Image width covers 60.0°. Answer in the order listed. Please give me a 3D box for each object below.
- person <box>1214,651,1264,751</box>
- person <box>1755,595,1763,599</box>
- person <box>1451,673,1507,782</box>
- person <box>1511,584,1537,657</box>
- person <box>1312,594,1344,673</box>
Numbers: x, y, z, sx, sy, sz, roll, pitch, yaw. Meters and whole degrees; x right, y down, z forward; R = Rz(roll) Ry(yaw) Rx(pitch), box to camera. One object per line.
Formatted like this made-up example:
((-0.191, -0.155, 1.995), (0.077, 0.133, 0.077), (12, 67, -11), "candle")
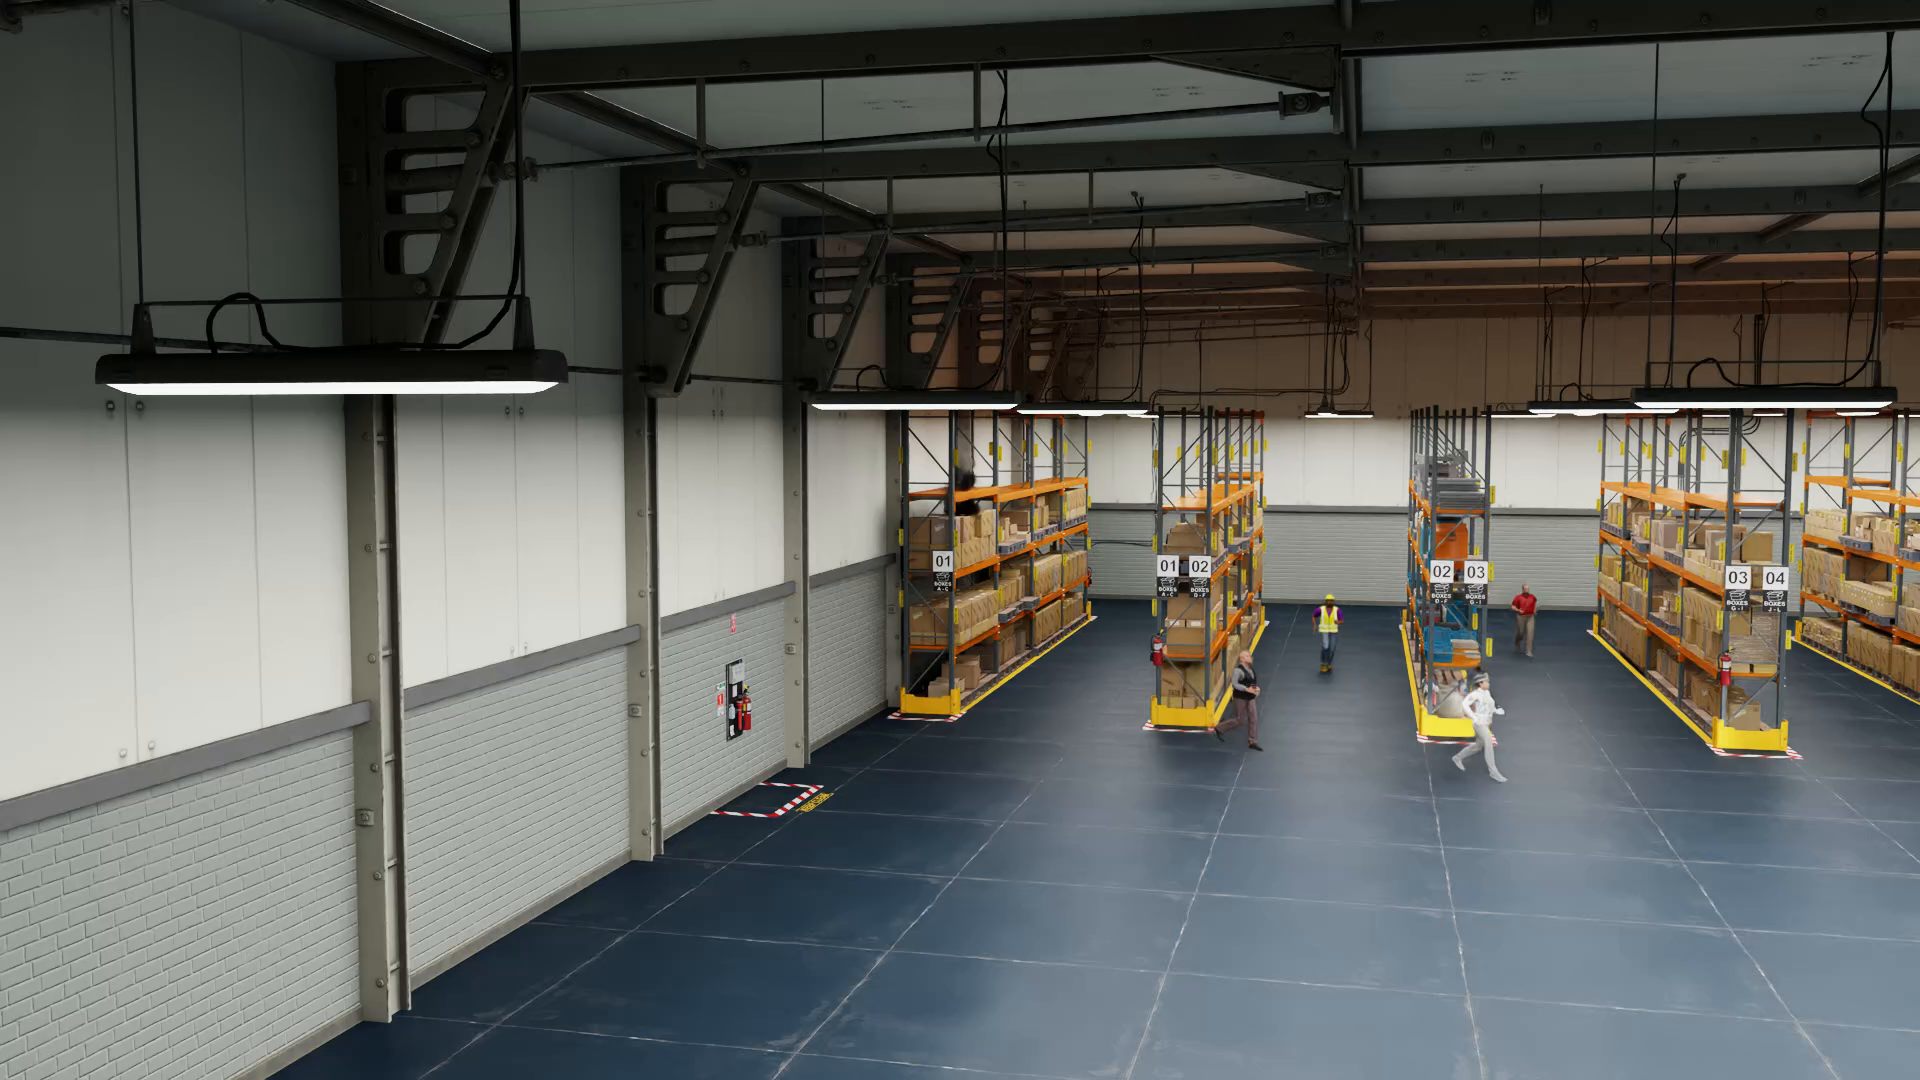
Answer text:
((4.926, 2.791, 29.057), (0.904, 1.726, 0.670), (4, 6, 43), "person")
((20.537, 1.818, 43.056), (0.639, 1.632, 0.754), (2, 5, 29), "person")
((8.314, 2.964, 26.584), (0.927, 1.709, 0.615), (3, 5, 35), "person")
((13.841, 1.951, 40.735), (0.664, 1.737, 0.944), (0, 4, 4), "person")
((8.380, 2.136, 37.807), (0.670, 1.798, 0.728), (0, 4, 1), "person")
